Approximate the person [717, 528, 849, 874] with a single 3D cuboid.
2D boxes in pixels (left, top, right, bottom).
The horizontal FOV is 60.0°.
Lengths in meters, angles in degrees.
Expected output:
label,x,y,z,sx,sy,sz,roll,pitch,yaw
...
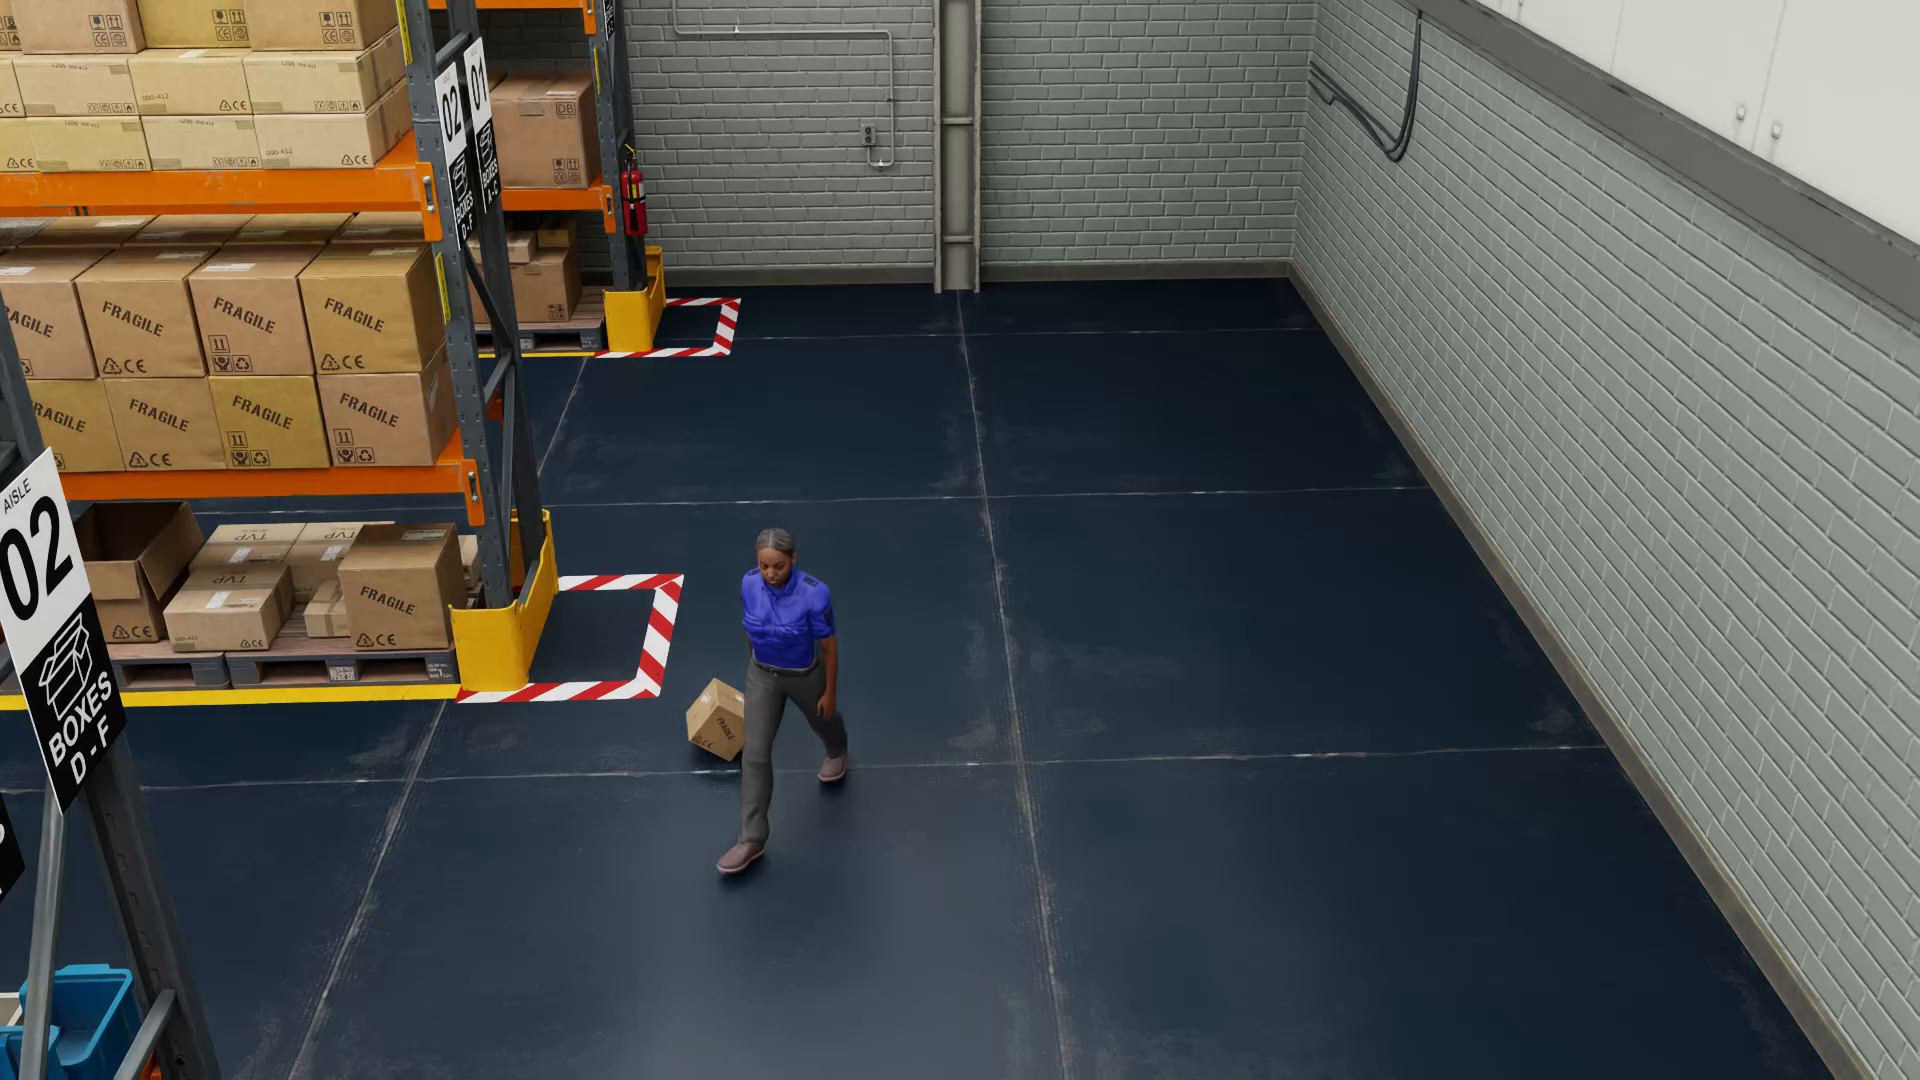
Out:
label,x,y,z,sx,sy,sz,roll,pitch,yaw
person,-0.763,0.616,7.489,0.465,1.584,1.065,6,28,11
